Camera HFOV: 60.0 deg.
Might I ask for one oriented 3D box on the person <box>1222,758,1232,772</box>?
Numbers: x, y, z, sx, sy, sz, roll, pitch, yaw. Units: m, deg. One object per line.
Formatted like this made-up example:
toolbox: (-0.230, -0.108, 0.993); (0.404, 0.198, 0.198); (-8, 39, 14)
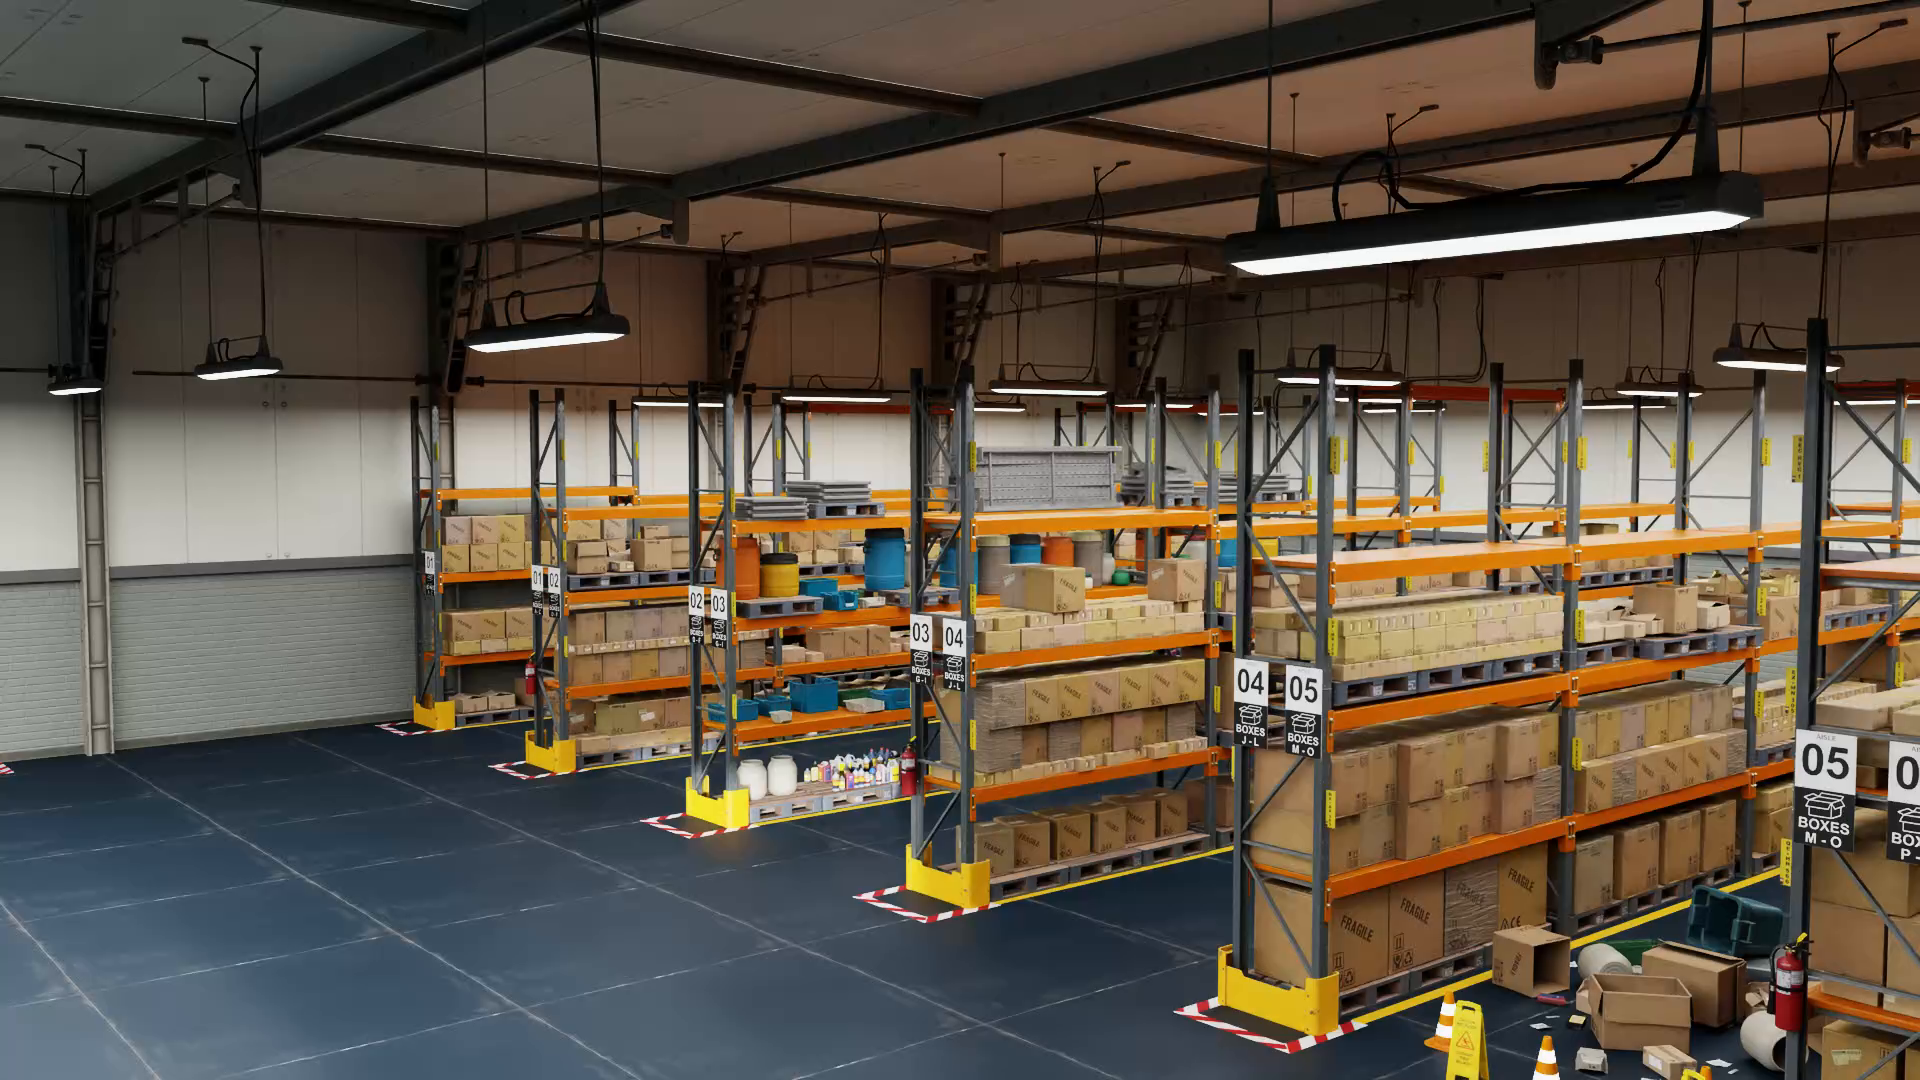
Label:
person: (4.061, 2.911, 24.421); (0.559, 1.621, 0.560); (-3, 4, -40)
